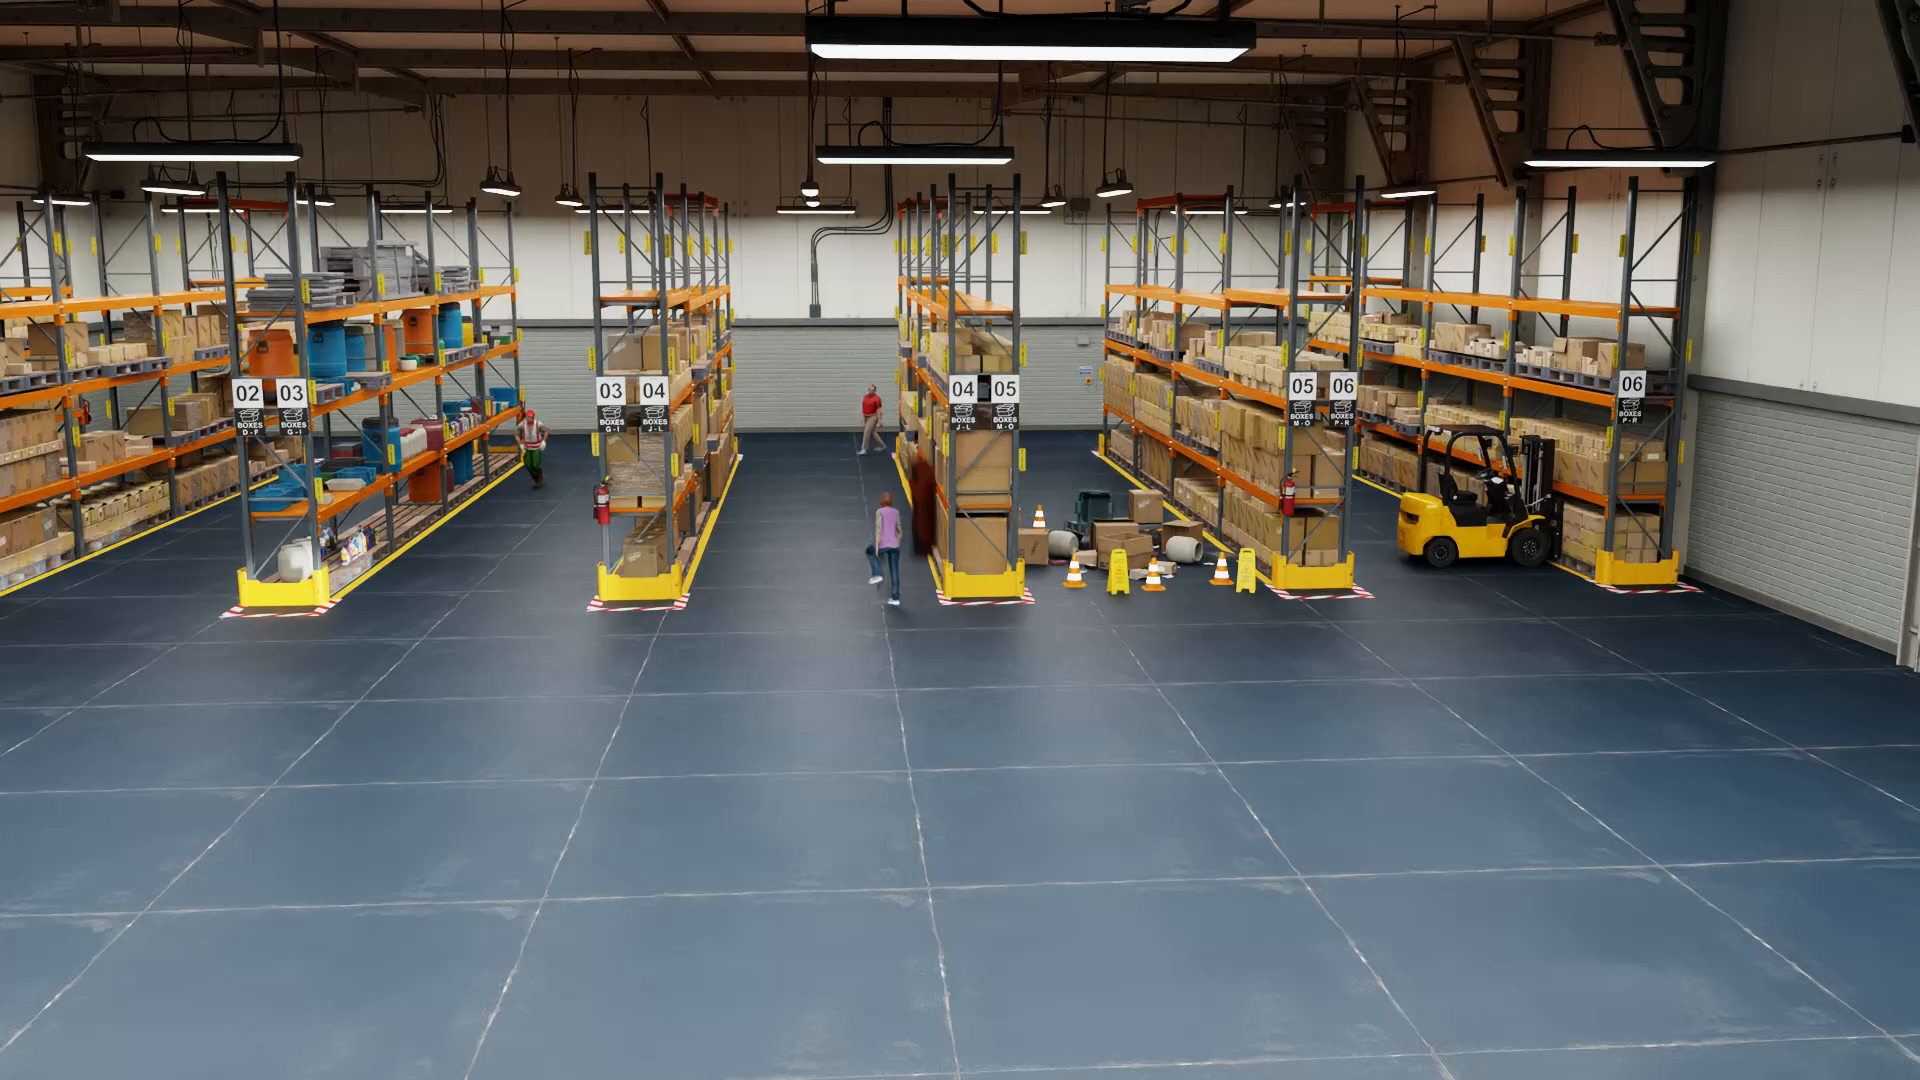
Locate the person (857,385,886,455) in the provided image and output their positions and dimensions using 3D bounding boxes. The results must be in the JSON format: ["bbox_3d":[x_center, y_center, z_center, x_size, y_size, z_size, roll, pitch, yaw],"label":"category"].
[{"bbox_3d":[-2.174,-2.942,40.440,0.936,1.684,0.527,-7,12,-36],"label":"person"}]

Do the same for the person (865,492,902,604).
[{"bbox_3d":[-1.034,0.106,23.495,0.464,1.556,0.725,-5,11,-26],"label":"person"}]

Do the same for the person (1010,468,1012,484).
[{"bbox_3d":[0.976,-1.959,34.988,0.473,1.671,0.529,5,11,26],"label":"person"}]

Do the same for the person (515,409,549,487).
[{"bbox_3d":[-8.940,-1.908,34.718,0.649,1.675,0.673,1,10,4],"label":"person"}]
